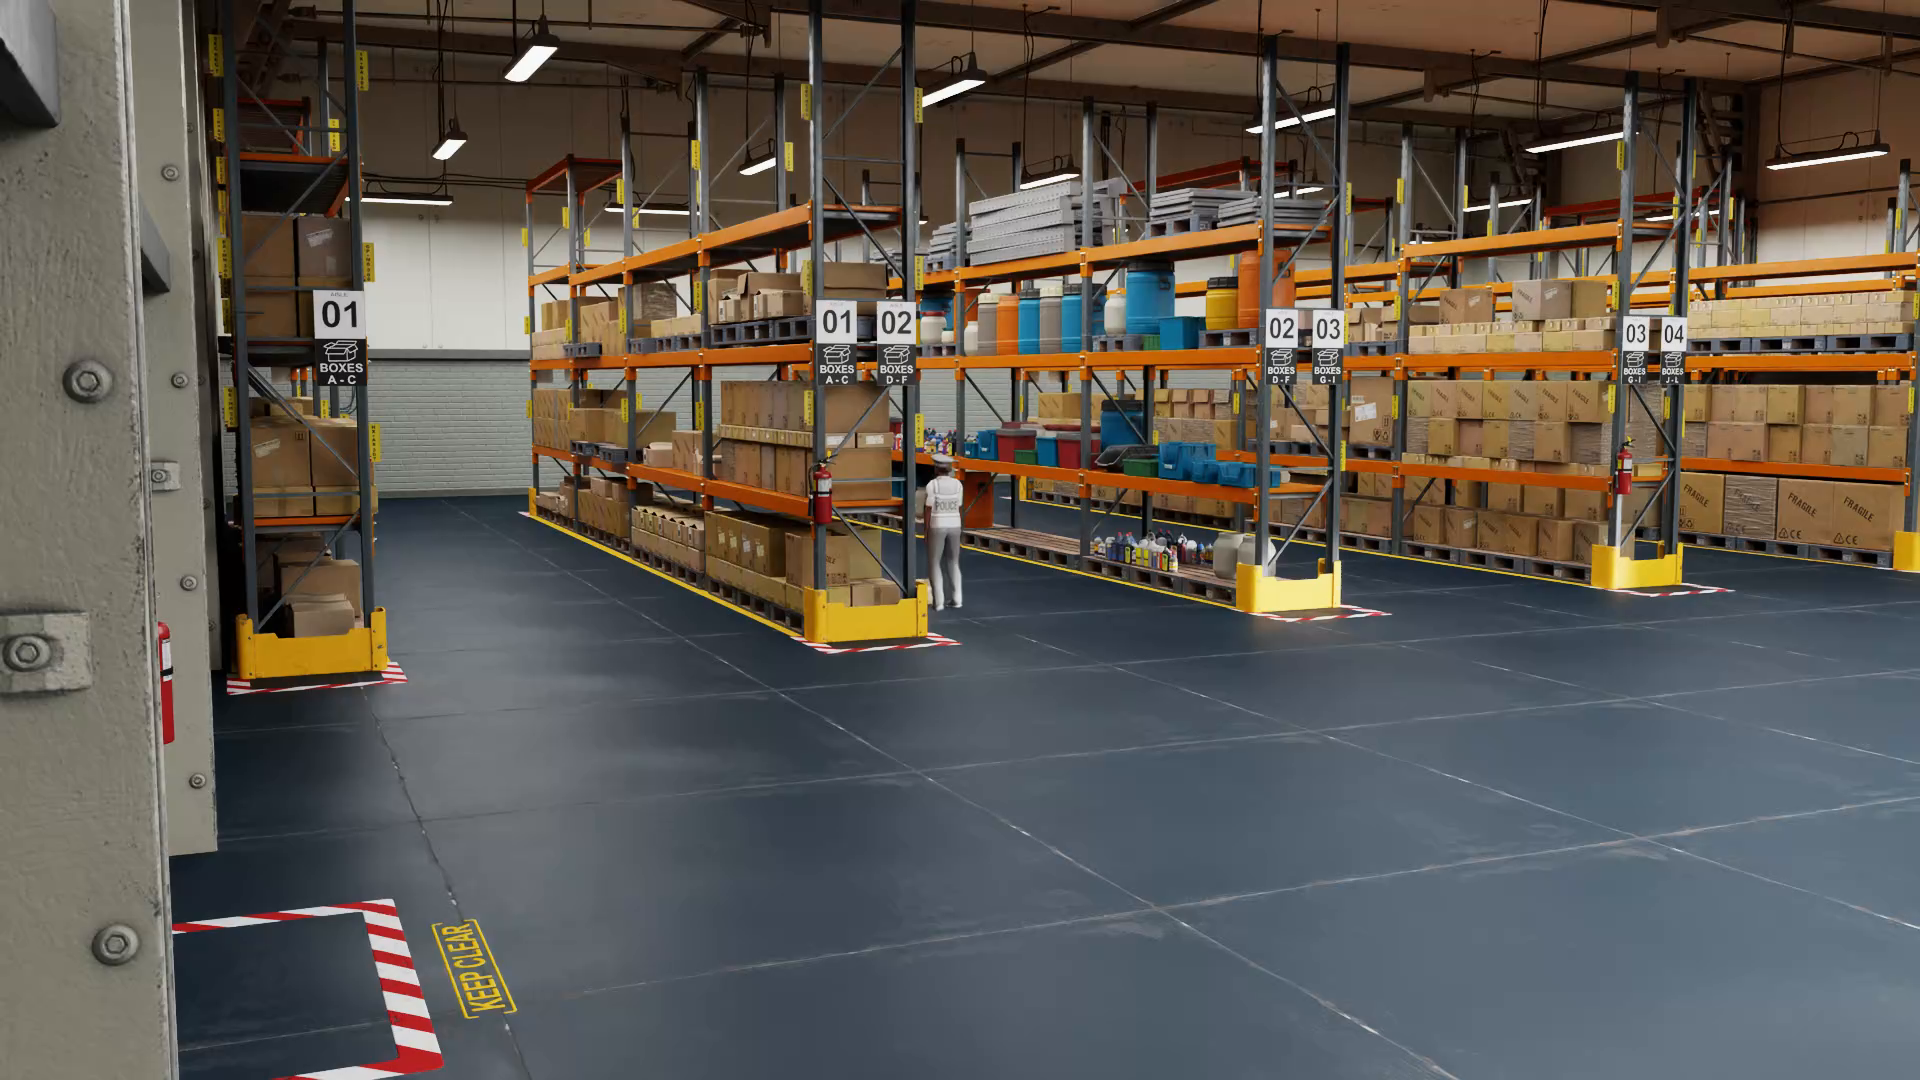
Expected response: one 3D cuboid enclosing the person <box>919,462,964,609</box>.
[{"bbox_3d":[-0.212,-0.048,17.942,0.469,1.592,0.500,-2,6,-23],"label":"person"}]
